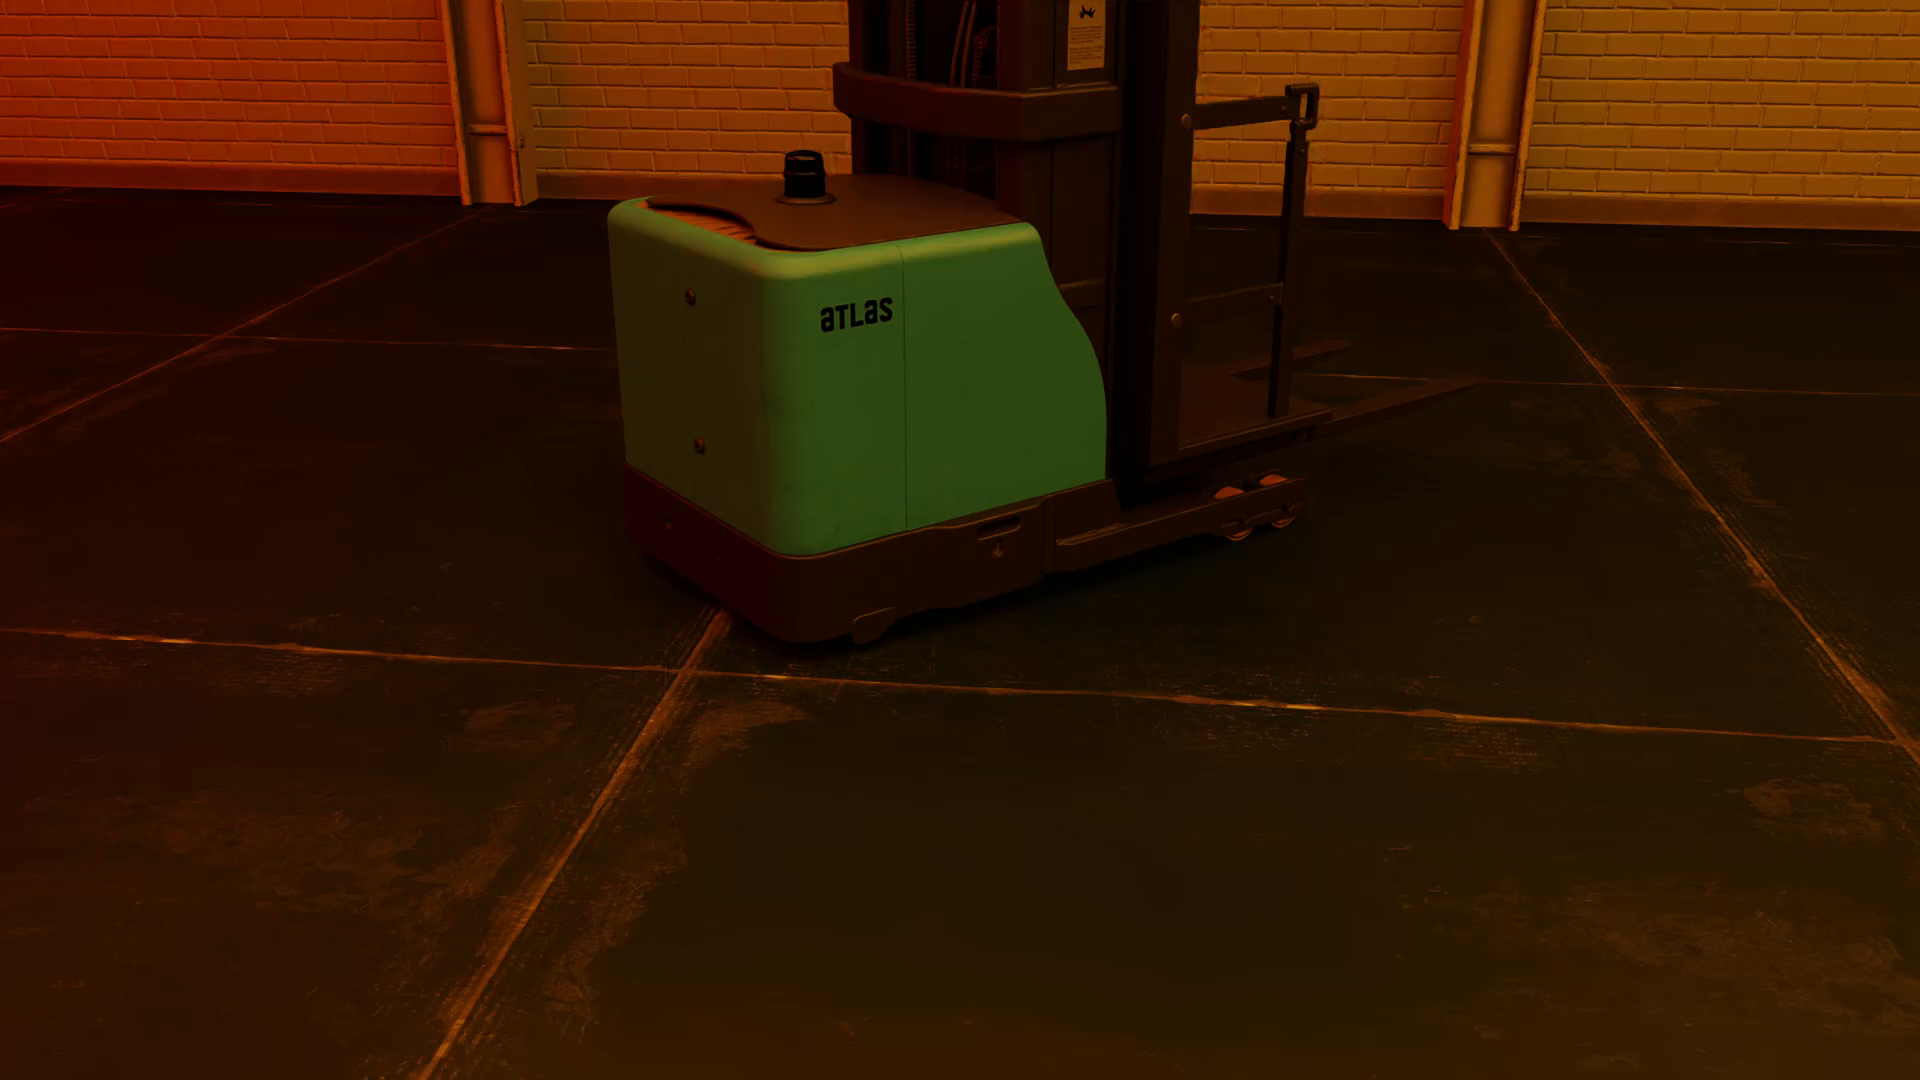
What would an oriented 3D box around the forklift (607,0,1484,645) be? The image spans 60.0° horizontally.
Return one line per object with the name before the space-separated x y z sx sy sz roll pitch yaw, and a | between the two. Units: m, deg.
forklift | 0.482 -1.500 4.979 3.031 2.935 1.130 -15 27 -33
